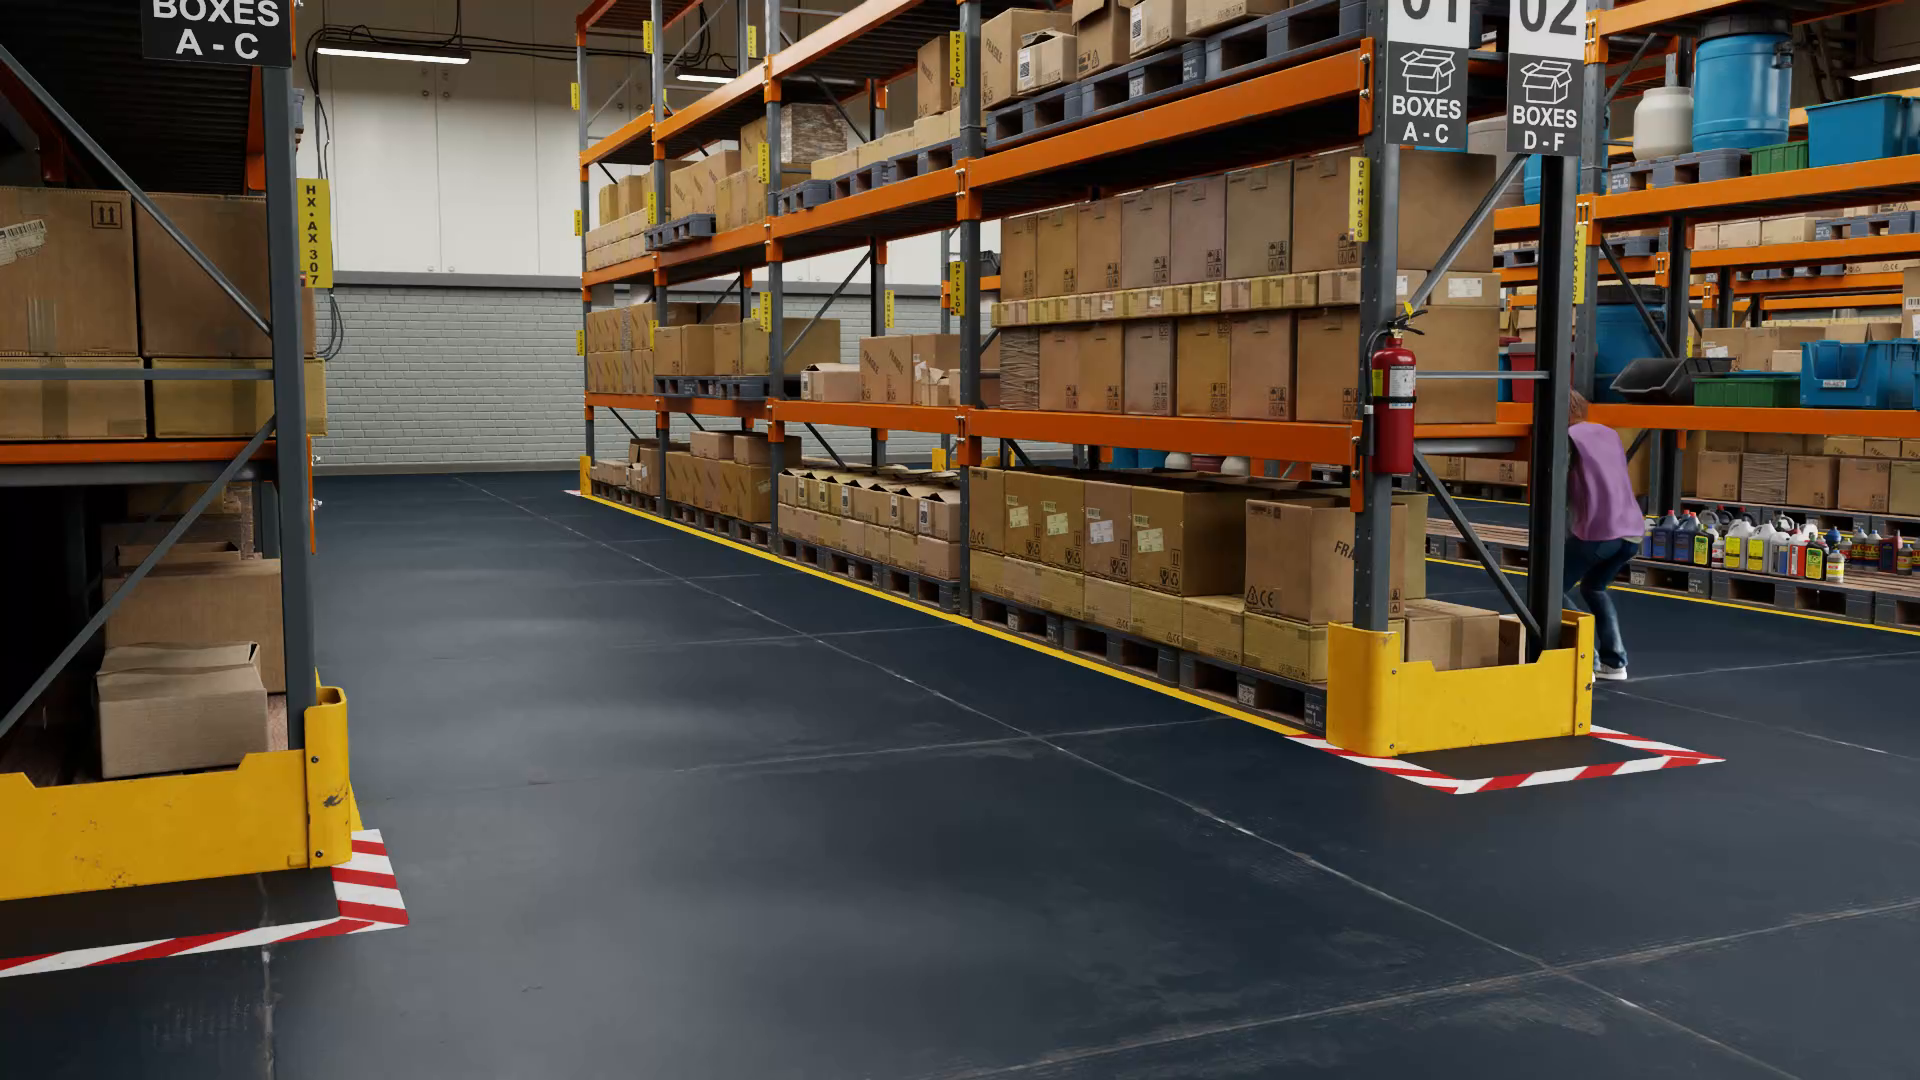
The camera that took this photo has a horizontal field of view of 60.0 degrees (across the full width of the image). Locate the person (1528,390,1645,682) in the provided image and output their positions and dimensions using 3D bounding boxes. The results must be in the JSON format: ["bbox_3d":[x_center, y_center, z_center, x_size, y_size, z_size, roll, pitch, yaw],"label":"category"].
[{"bbox_3d":[3.083,-0.015,8.207,0.454,1.444,0.540,-2,6,-23],"label":"person"}]
